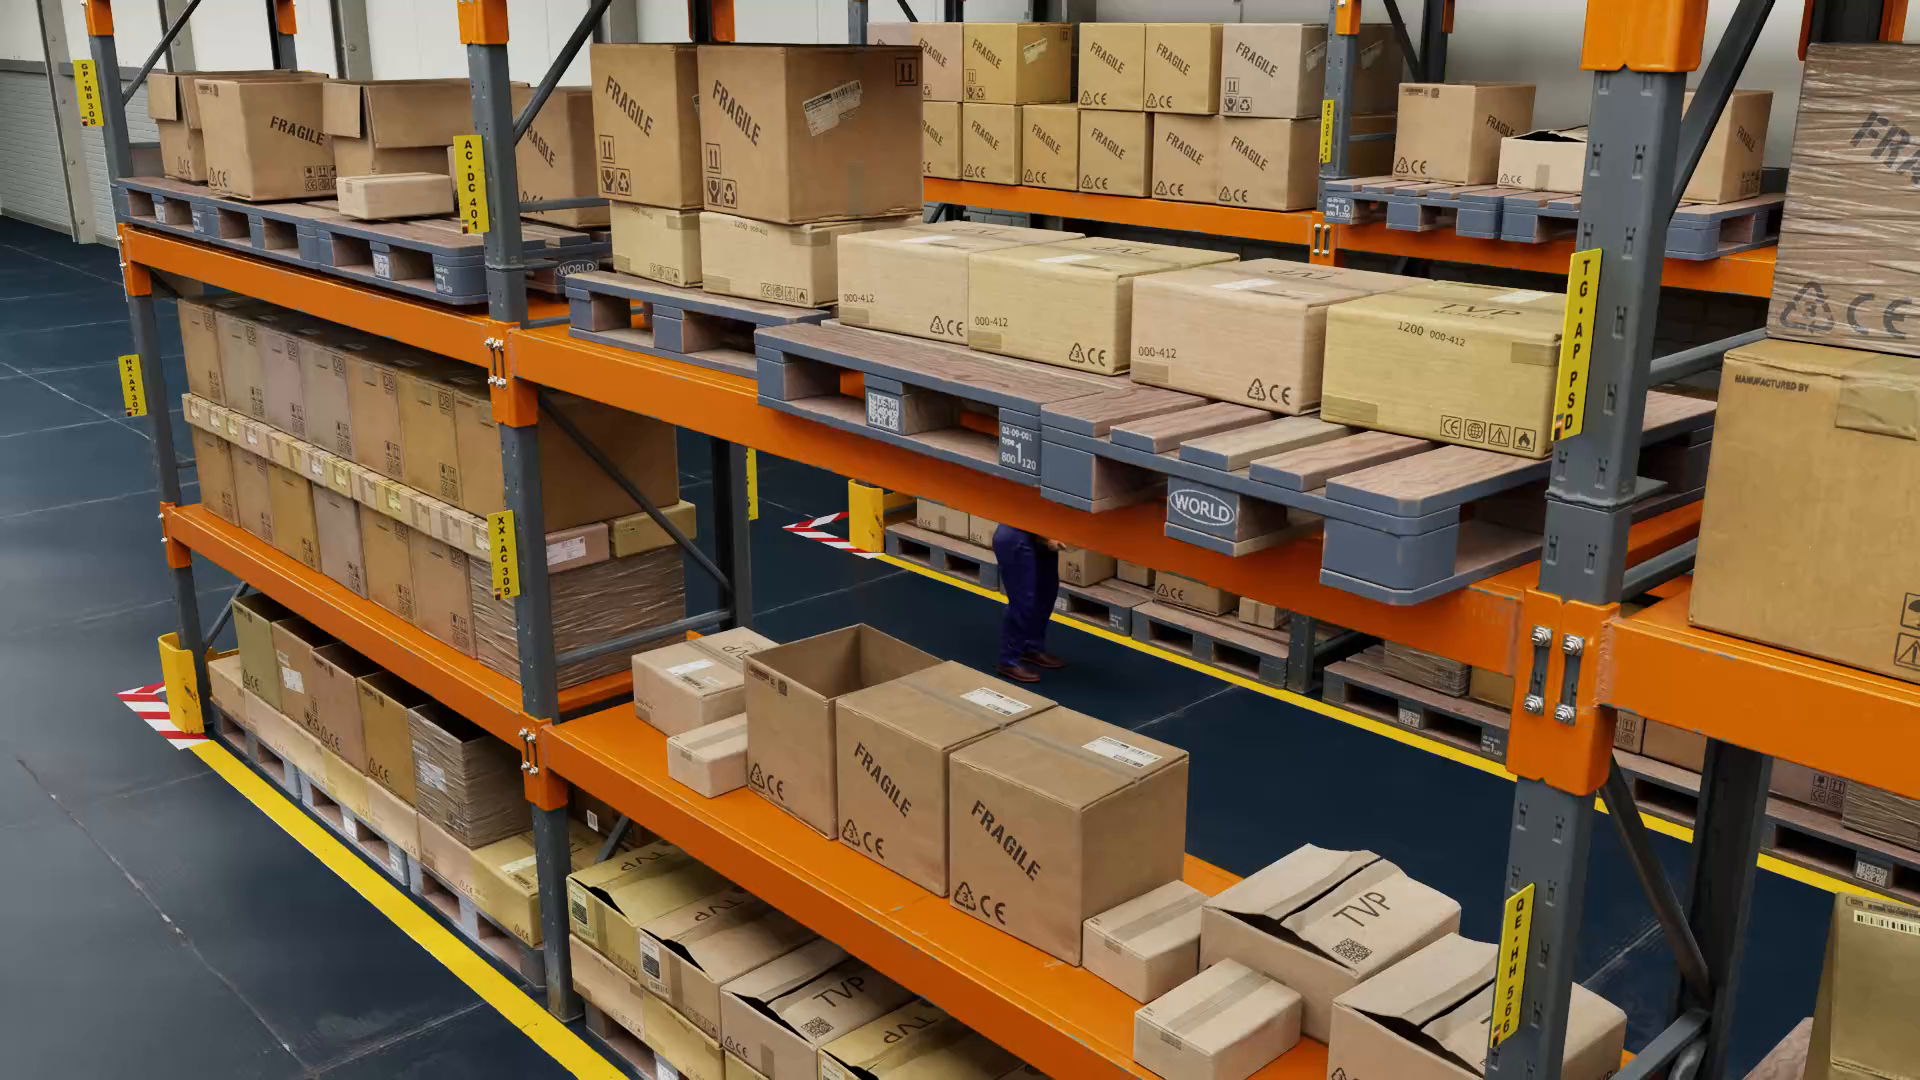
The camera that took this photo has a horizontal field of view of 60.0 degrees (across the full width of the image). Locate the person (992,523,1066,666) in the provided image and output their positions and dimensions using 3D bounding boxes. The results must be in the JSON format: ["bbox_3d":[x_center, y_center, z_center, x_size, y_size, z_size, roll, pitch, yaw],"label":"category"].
[{"bbox_3d":[0.479,0.000,9.975,0.514,1.569,0.441,11,21,32],"label":"person"}]
